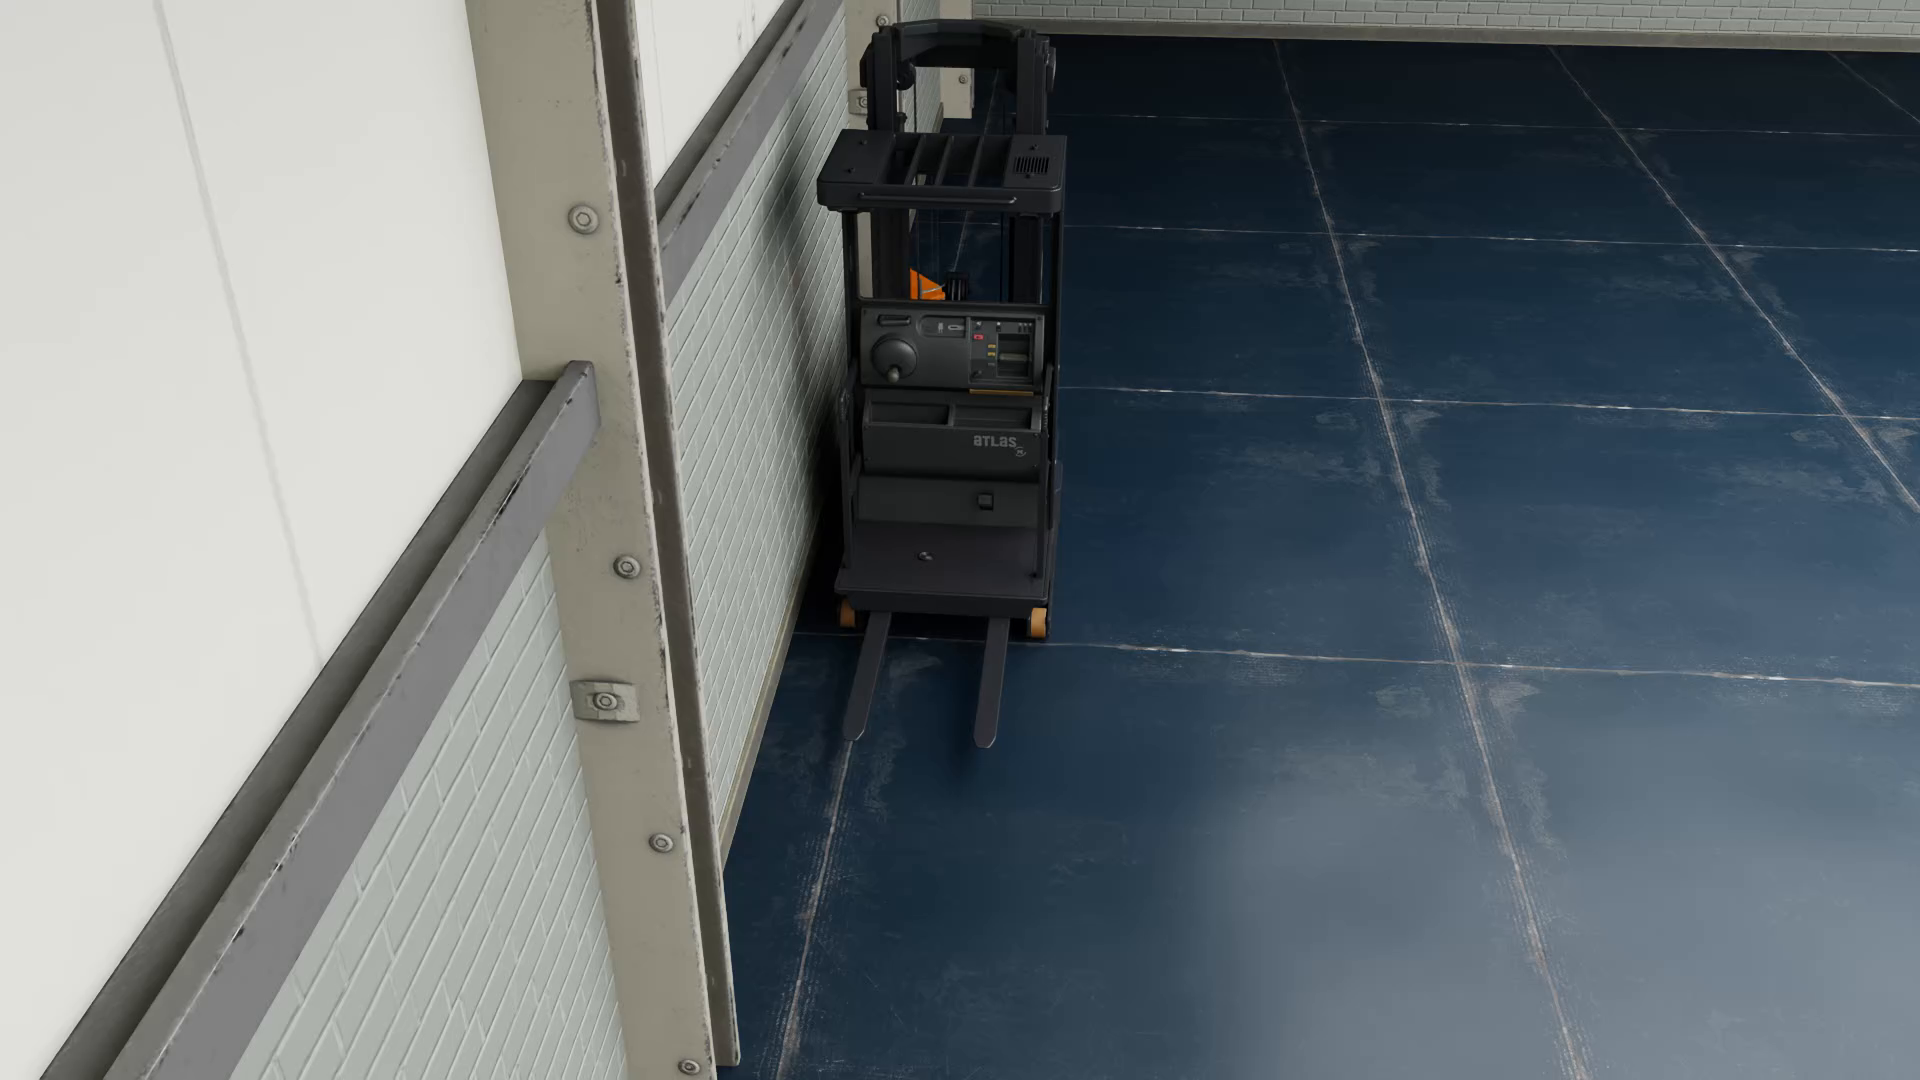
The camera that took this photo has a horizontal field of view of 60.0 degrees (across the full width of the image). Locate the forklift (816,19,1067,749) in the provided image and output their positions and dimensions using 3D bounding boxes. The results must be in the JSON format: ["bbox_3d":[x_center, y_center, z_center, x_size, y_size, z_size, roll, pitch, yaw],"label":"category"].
[{"bbox_3d":[-0.058,-0.919,8.227,1.130,2.935,3.031,3,32,4],"label":"forklift"}]

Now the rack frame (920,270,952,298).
[{"bbox_3d":[-0.142,-1.045,10.083,0.240,1.200,0.015,-20,37,-29],"label":"rack frame"}]

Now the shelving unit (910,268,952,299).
[{"bbox_3d":[-0.280,-1.151,10.254,0.258,1.200,0.503,-20,37,-29],"label":"shelving unit"}]

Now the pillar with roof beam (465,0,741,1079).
[{"bbox_3d":[3.285,-1.587,3.529,9.100,9.000,0.400,2,32,4],"label":"pillar with roof beam"}]

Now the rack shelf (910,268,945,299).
[{"bbox_3d":[-0.280,-1.485,10.048,0.258,0.148,0.480,-20,37,-29],"label":"rack shelf"}]

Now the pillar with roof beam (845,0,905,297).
[{"bbox_3d":[3.773,-4.725,8.620,9.100,9.000,0.400,2,32,4],"label":"pillar with roof beam"}]

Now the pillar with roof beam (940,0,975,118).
[{"bbox_3d":[4.262,-7.862,13.711,9.100,9.000,0.400,2,32,4],"label":"pillar with roof beam"}]
